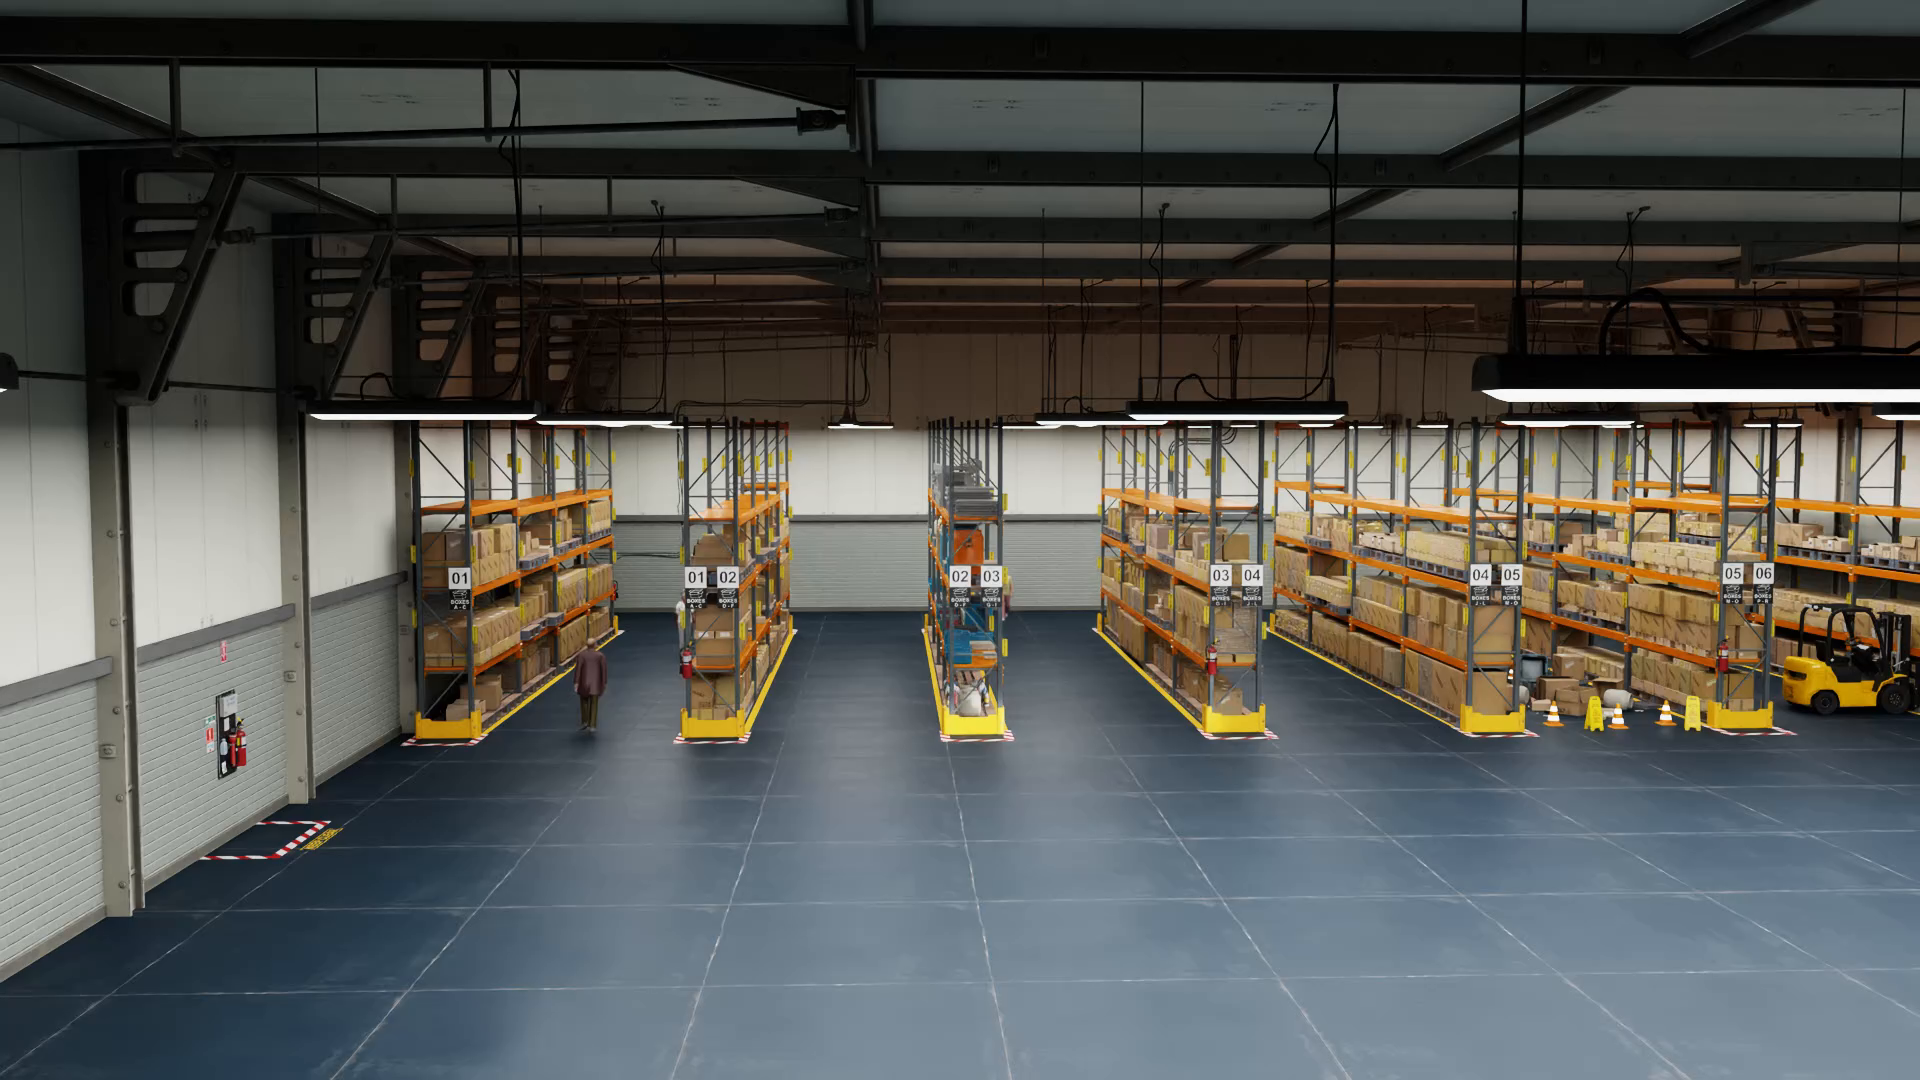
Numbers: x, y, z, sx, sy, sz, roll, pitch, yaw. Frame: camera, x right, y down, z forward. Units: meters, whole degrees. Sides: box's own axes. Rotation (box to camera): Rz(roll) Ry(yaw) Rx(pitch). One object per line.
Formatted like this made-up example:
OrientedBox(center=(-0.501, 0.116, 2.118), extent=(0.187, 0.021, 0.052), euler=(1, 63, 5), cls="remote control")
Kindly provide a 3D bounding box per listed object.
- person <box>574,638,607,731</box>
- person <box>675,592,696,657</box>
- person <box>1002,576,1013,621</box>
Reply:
OrientedBox(center=(-7.053, 2.826, 31.752), extent=(0.631, 1.721, 0.594), euler=(-1, 4, -12), cls="person")
OrientedBox(center=(-7.004, 2.120, 42.443), extent=(0.553, 1.630, 1.012), euler=(0, 4, -5), cls="person")
OrientedBox(center=(1.365, 1.618, 50.357), extent=(0.450, 1.624, 0.948), euler=(0, 4, -5), cls="person")
